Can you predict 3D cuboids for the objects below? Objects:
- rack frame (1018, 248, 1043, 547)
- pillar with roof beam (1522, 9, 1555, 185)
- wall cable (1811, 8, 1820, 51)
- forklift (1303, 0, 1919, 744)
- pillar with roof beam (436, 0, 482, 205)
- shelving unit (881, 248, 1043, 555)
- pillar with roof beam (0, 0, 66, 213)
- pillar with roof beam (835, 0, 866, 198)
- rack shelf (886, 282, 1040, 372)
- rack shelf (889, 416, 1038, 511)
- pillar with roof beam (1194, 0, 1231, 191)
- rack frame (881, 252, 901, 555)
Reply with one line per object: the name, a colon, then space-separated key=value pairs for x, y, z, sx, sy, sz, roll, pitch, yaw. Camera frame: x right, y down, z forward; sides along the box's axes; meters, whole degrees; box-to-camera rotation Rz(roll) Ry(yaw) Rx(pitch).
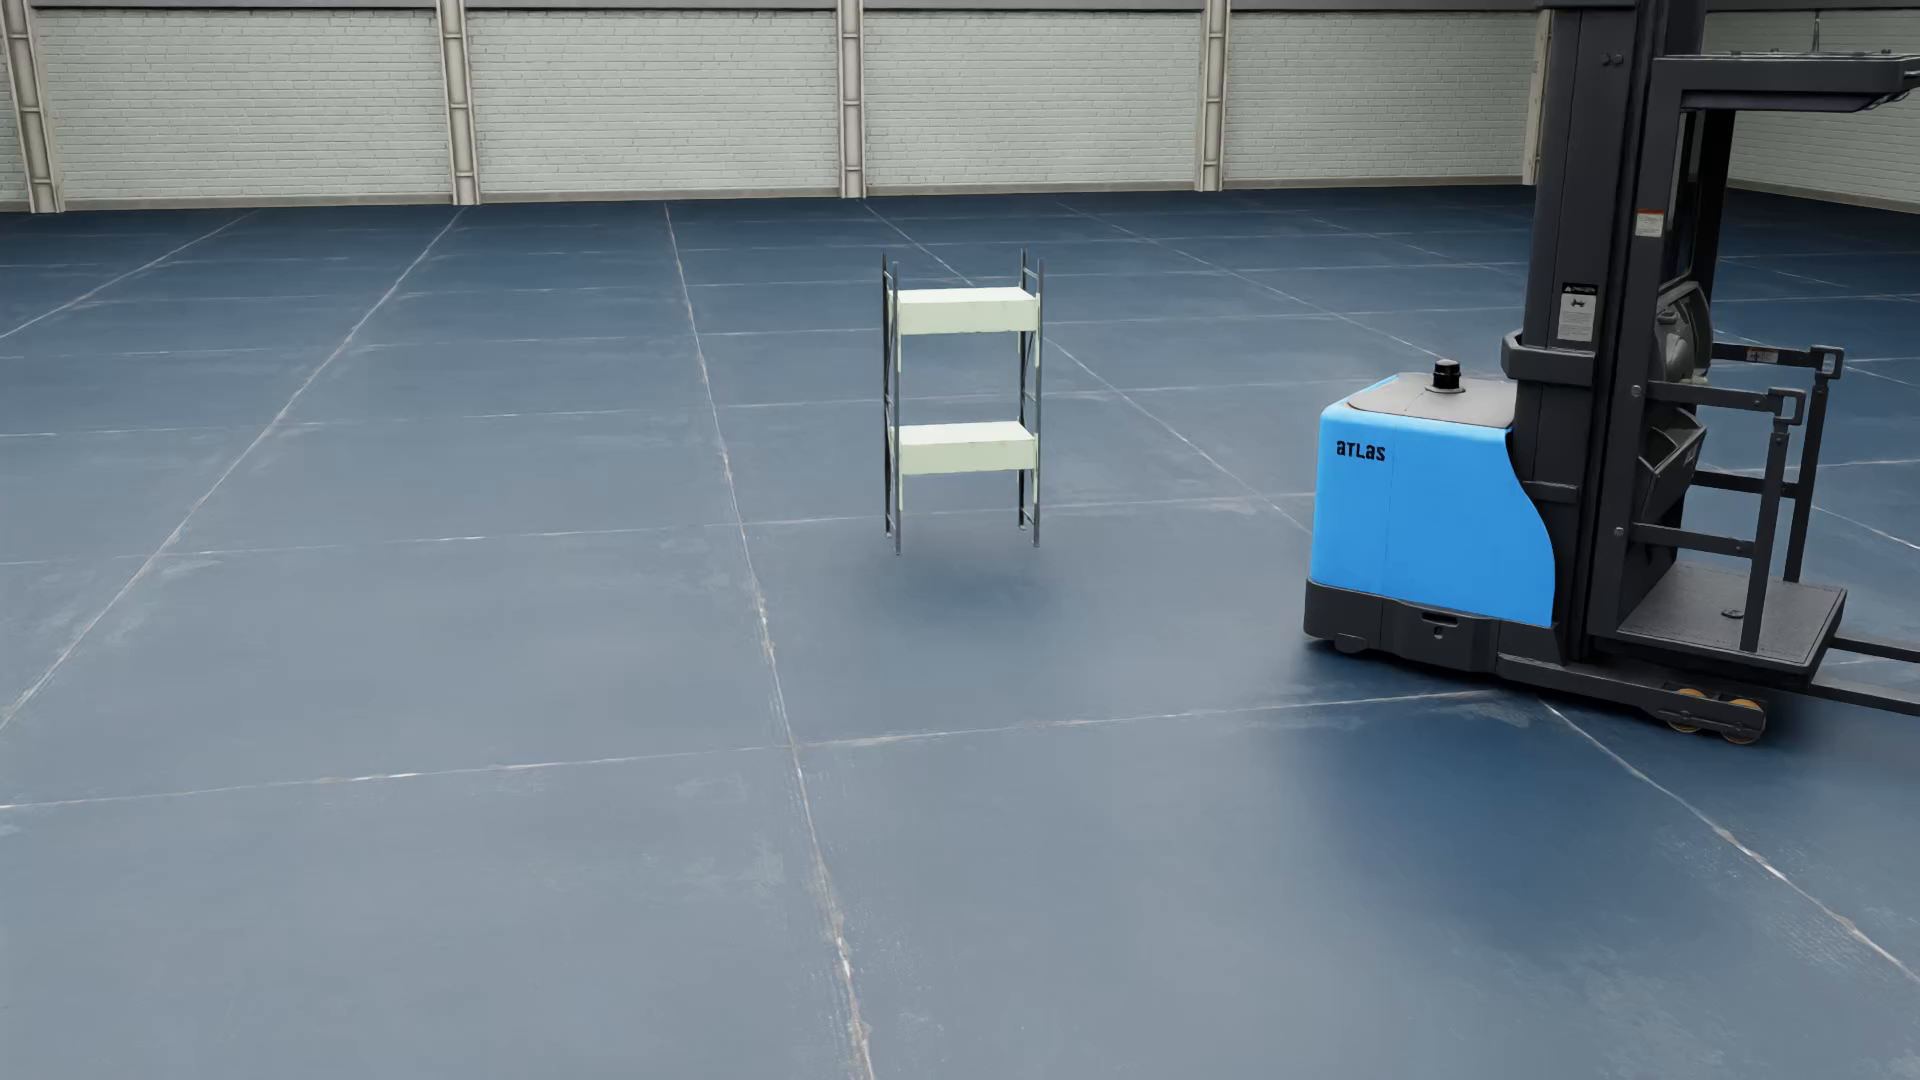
rack frame: x=0.366 y=-0.738 z=8.659 sx=0.023 sy=1.500 sz=0.400 roll=-3 pitch=17 yaw=-10
pillar with roof beam: x=10.868 y=-9.265 z=23.651 sx=0.400 sy=9.000 sz=9.100 roll=-3 pitch=17 yaw=-10
wall cable: x=13.195 y=-8.805 z=27.441 sx=0.112 sy=2.526 sz=3.097 roll=-3 pitch=17 yaw=-10
forklift: x=3.010 y=-0.805 z=6.442 sx=3.031 sy=2.935 sz=1.130 roll=11 pitch=20 yaw=32
pillar with roof beam: x=-6.805 y=-8.263 z=20.387 sx=0.400 sy=9.000 sz=9.100 roll=-3 pitch=17 yaw=-10
shelving unit: x=0.007 y=-0.717 z=8.593 sx=0.755 sy=1.500 sz=0.431 roll=-3 pitch=17 yaw=-10
pillar with roof beam: x=-12.696 y=-7.929 z=19.299 sx=0.400 sy=9.000 sz=9.100 roll=-3 pitch=17 yaw=-10
pillar with roof beam: x=-0.914 y=-8.597 z=21.475 sx=0.400 sy=9.000 sz=9.100 roll=-3 pitch=17 yaw=-10
rack shelf: x=0.007 y=-1.090 z=8.478 sx=0.720 sy=0.370 sz=0.431 roll=-3 pitch=17 yaw=-10
rack shelf: x=0.007 y=-0.406 z=8.689 sx=0.720 sy=0.370 sz=0.431 roll=-3 pitch=17 yaw=-10
pillar with roof beam: x=4.977 y=-8.931 z=22.563 sx=0.400 sy=9.000 sz=9.100 roll=-3 pitch=17 yaw=-10
rack frame: x=-0.353 y=-0.697 z=8.526 sx=0.023 sy=1.500 sz=0.400 roll=-3 pitch=17 yaw=-10
